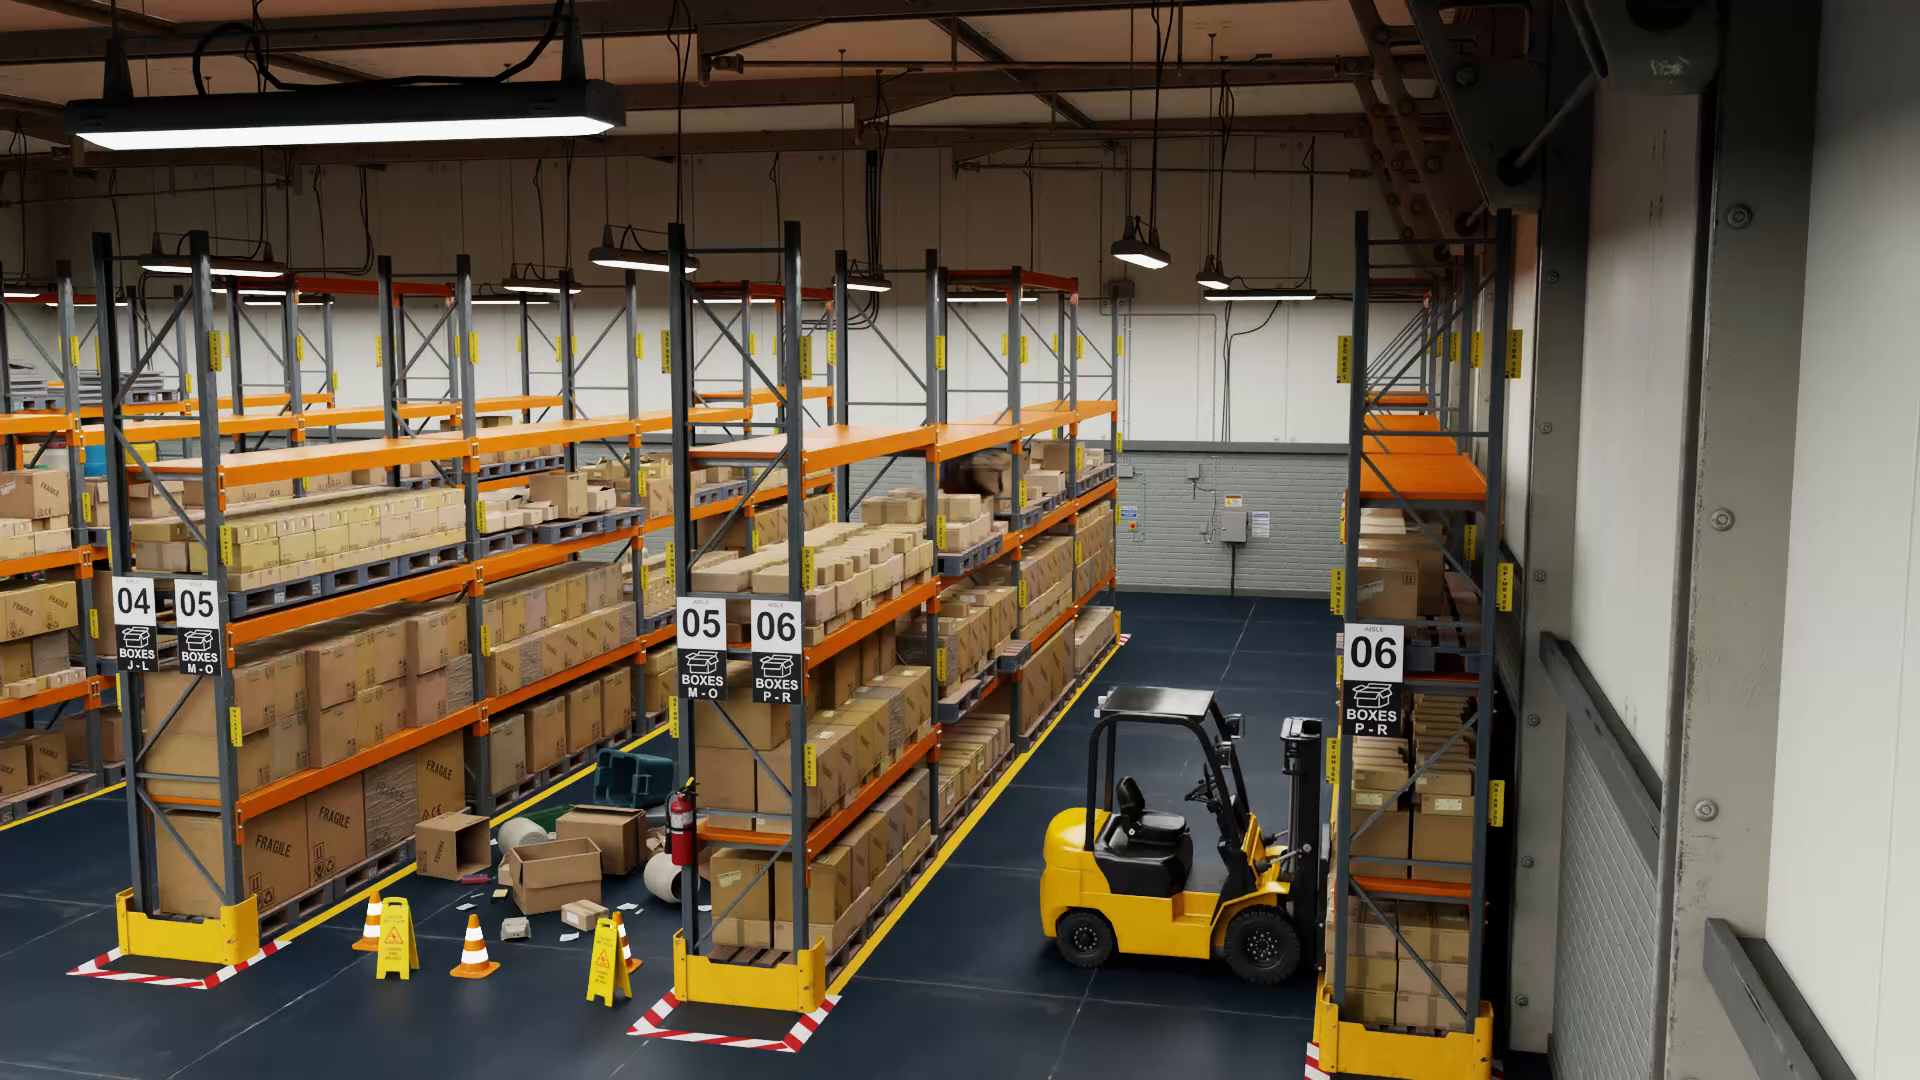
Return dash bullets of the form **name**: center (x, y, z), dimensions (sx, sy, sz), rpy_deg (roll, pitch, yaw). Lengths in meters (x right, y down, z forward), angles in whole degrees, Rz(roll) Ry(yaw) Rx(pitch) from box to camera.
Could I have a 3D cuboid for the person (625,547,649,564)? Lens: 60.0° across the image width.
- **person**: center (-5.853, 0.672, 30.221), dimensions (0.479, 1.623, 0.766), rpy_deg (-1, 7, -6)
